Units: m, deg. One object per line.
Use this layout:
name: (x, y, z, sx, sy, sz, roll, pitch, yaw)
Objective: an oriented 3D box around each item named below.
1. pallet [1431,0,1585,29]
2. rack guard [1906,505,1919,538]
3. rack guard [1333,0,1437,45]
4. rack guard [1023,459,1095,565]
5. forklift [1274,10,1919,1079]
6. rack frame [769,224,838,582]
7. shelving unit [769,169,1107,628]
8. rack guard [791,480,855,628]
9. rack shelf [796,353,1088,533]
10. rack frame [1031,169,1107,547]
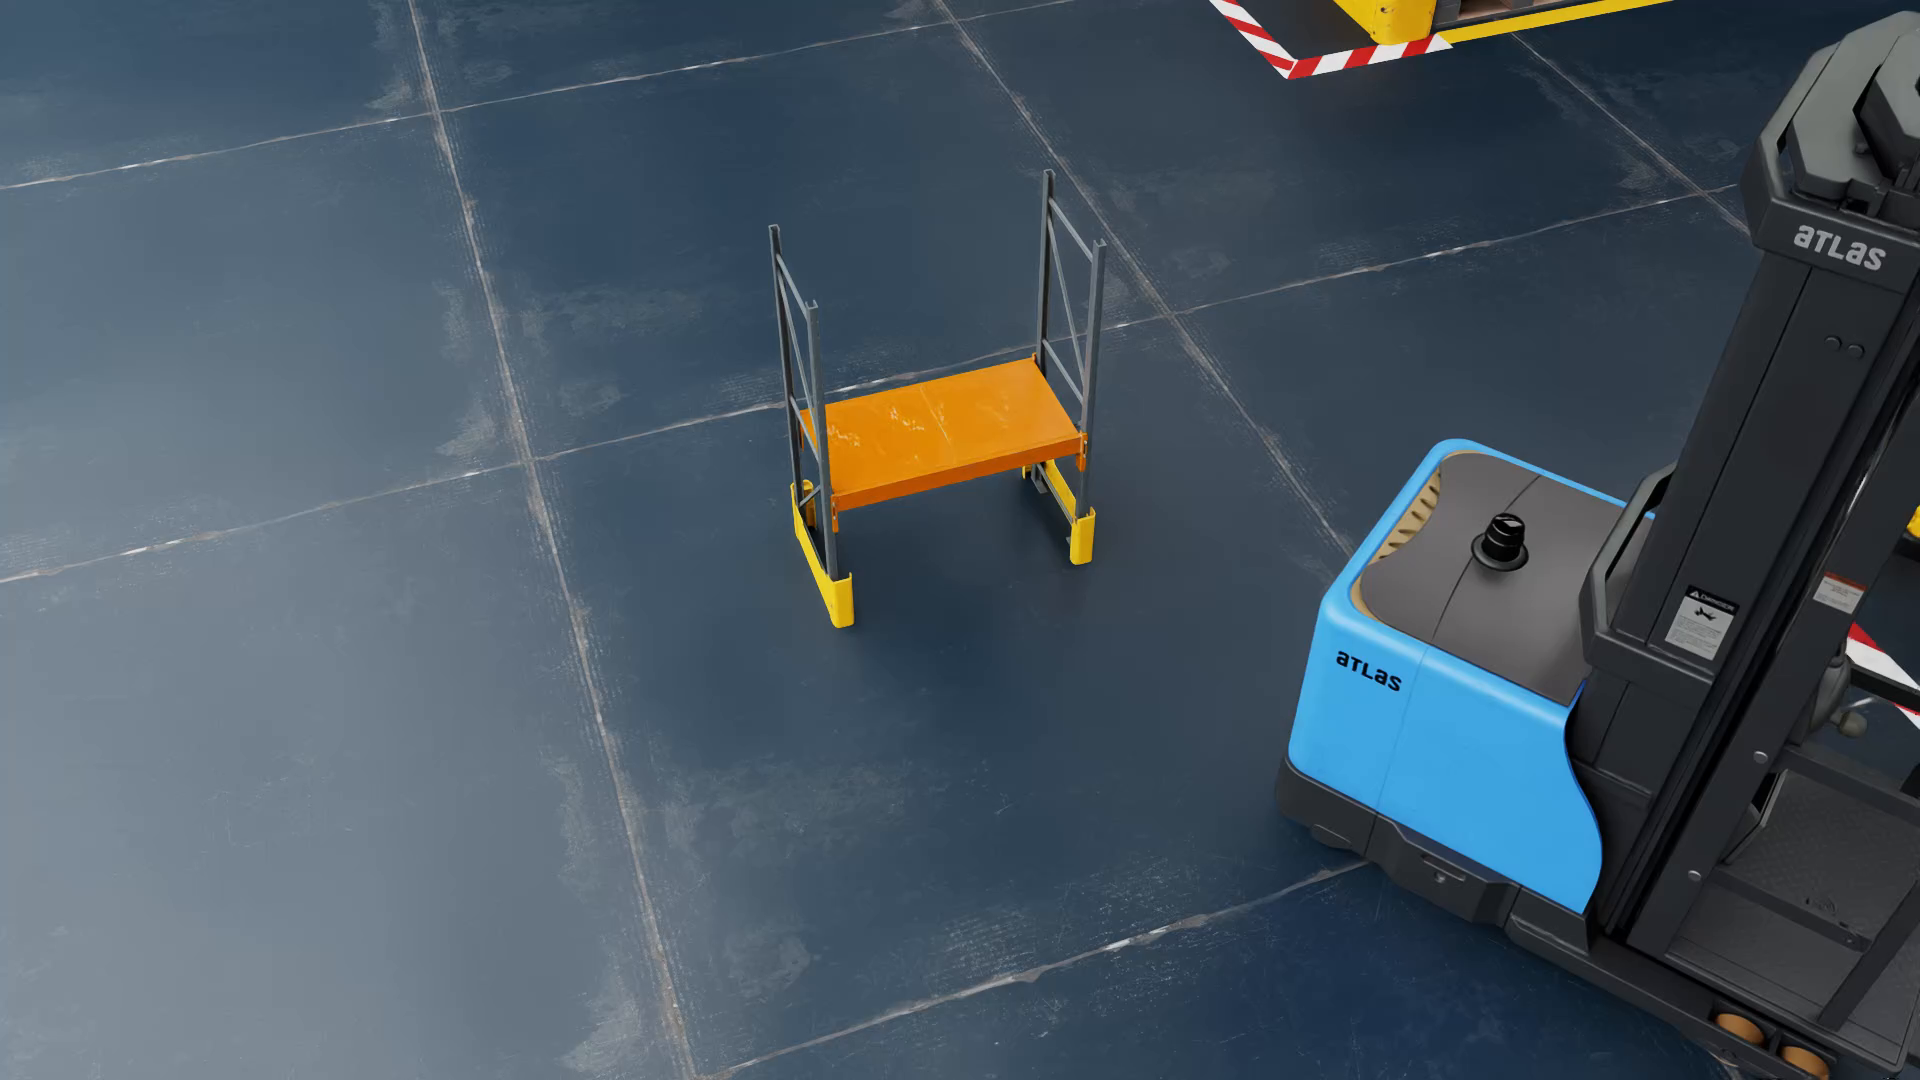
pallet: (3.158, -3.537, 10.126, 1.213, 0.211, 1.003, -14, 47, -14)
rack guard: (4.090, -0.116, 6.513, 0.348, 0.500, 1.175, -14, 47, -14)
rack guard: (2.392, -3.447, 9.833, 0.348, 0.500, 1.175, -14, 47, -14)
rack guard: (0.397, -0.190, 6.763, 0.087, 0.250, 0.587, -14, 47, -14)
forklift: (2.591, 0.231, 4.450, 3.031, 2.935, 1.130, 26, 51, 24)
rack frame: (-0.558, -0.387, 6.077, 0.032, 1.500, 0.500, -14, 47, -14)
shelving unit: (-0.072, -0.511, 6.201, 1.083, 1.500, 0.587, -14, 47, -14)
rack guard: (-0.540, 0.050, 6.524, 0.087, 0.250, 0.587, -14, 47, -14)
rack shelf: (-0.080, -0.382, 6.326, 1.000, 0.185, 0.538, -14, 47, -14)
rack frame: (0.398, -0.631, 6.320, 0.032, 1.500, 0.500, -14, 47, -14)
